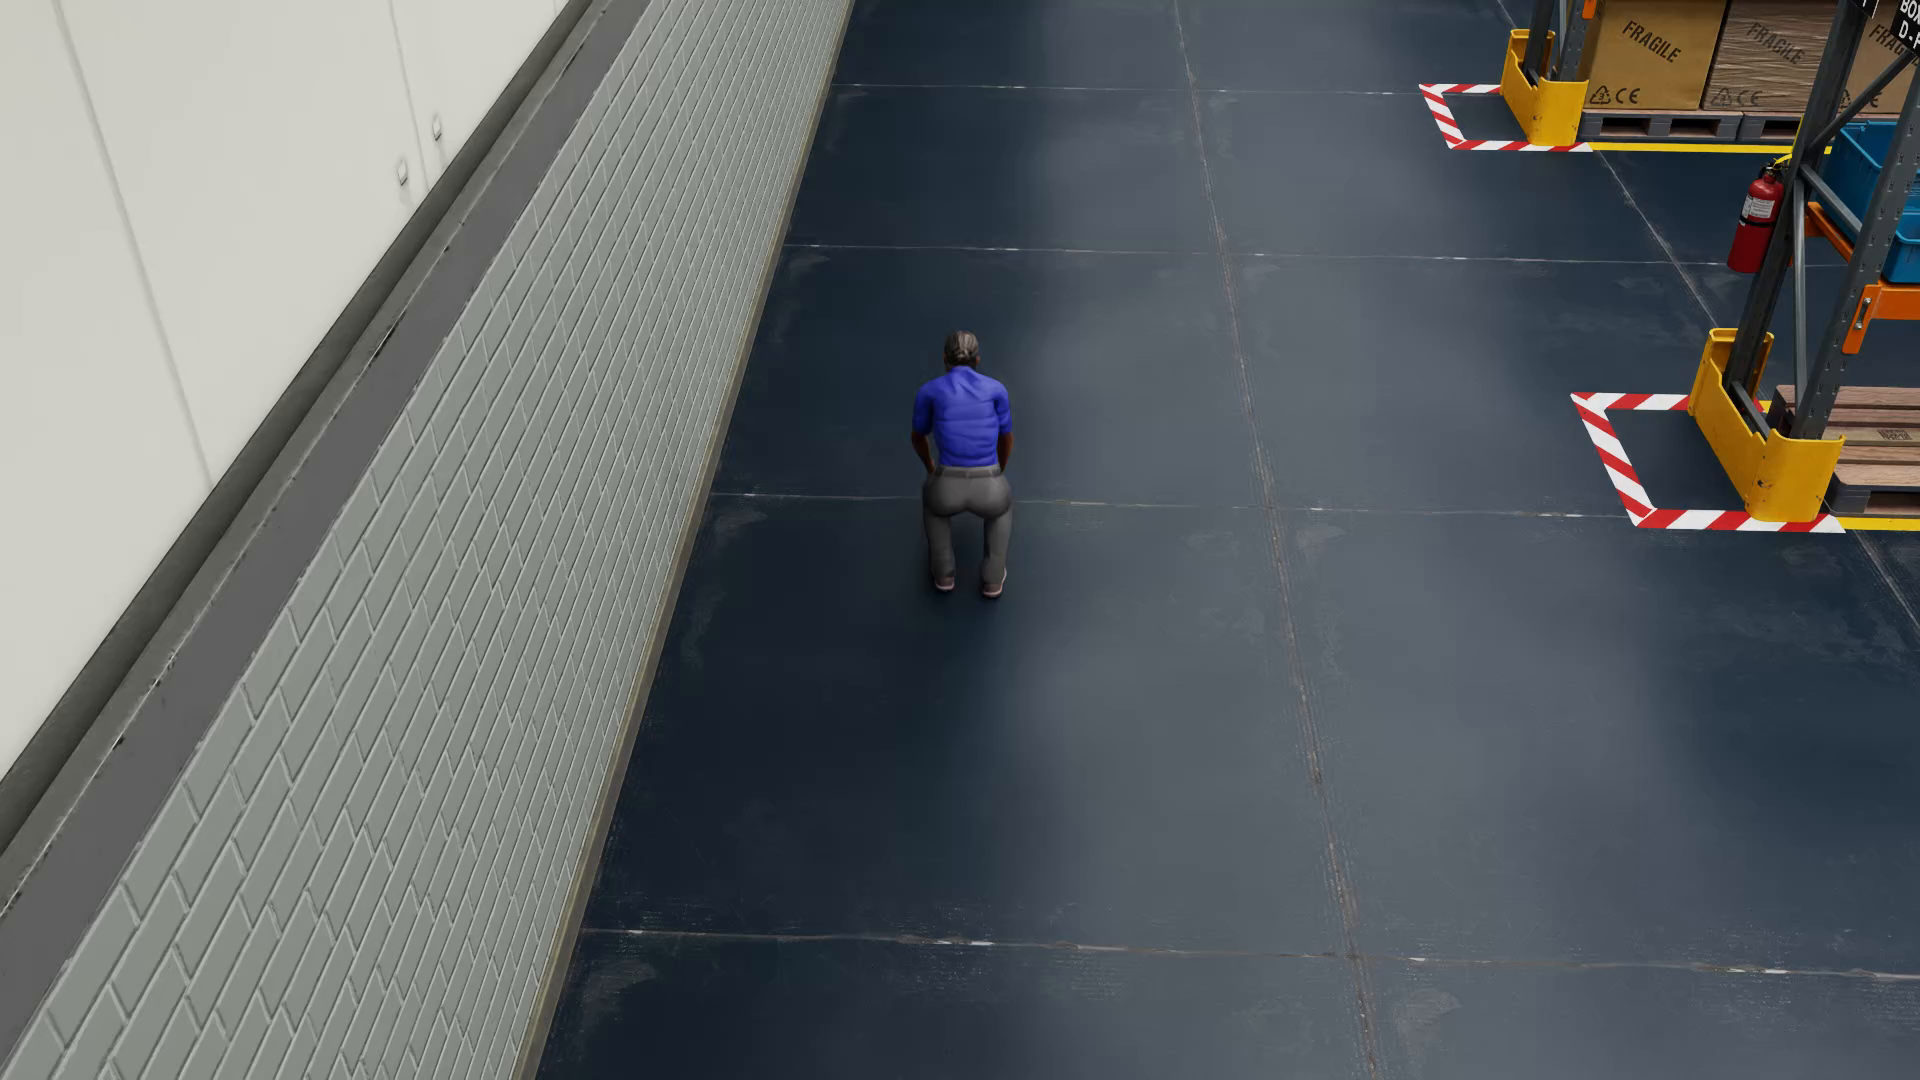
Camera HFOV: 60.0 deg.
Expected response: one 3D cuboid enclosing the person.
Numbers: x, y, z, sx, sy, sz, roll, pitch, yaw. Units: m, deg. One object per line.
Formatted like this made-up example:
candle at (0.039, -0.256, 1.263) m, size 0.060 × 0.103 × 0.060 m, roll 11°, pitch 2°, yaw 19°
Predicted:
person at (0.006, -0.321, 7.943) m, size 0.500 × 1.220 × 0.706 m, roll 1°, pitch 36°, yaw 2°
